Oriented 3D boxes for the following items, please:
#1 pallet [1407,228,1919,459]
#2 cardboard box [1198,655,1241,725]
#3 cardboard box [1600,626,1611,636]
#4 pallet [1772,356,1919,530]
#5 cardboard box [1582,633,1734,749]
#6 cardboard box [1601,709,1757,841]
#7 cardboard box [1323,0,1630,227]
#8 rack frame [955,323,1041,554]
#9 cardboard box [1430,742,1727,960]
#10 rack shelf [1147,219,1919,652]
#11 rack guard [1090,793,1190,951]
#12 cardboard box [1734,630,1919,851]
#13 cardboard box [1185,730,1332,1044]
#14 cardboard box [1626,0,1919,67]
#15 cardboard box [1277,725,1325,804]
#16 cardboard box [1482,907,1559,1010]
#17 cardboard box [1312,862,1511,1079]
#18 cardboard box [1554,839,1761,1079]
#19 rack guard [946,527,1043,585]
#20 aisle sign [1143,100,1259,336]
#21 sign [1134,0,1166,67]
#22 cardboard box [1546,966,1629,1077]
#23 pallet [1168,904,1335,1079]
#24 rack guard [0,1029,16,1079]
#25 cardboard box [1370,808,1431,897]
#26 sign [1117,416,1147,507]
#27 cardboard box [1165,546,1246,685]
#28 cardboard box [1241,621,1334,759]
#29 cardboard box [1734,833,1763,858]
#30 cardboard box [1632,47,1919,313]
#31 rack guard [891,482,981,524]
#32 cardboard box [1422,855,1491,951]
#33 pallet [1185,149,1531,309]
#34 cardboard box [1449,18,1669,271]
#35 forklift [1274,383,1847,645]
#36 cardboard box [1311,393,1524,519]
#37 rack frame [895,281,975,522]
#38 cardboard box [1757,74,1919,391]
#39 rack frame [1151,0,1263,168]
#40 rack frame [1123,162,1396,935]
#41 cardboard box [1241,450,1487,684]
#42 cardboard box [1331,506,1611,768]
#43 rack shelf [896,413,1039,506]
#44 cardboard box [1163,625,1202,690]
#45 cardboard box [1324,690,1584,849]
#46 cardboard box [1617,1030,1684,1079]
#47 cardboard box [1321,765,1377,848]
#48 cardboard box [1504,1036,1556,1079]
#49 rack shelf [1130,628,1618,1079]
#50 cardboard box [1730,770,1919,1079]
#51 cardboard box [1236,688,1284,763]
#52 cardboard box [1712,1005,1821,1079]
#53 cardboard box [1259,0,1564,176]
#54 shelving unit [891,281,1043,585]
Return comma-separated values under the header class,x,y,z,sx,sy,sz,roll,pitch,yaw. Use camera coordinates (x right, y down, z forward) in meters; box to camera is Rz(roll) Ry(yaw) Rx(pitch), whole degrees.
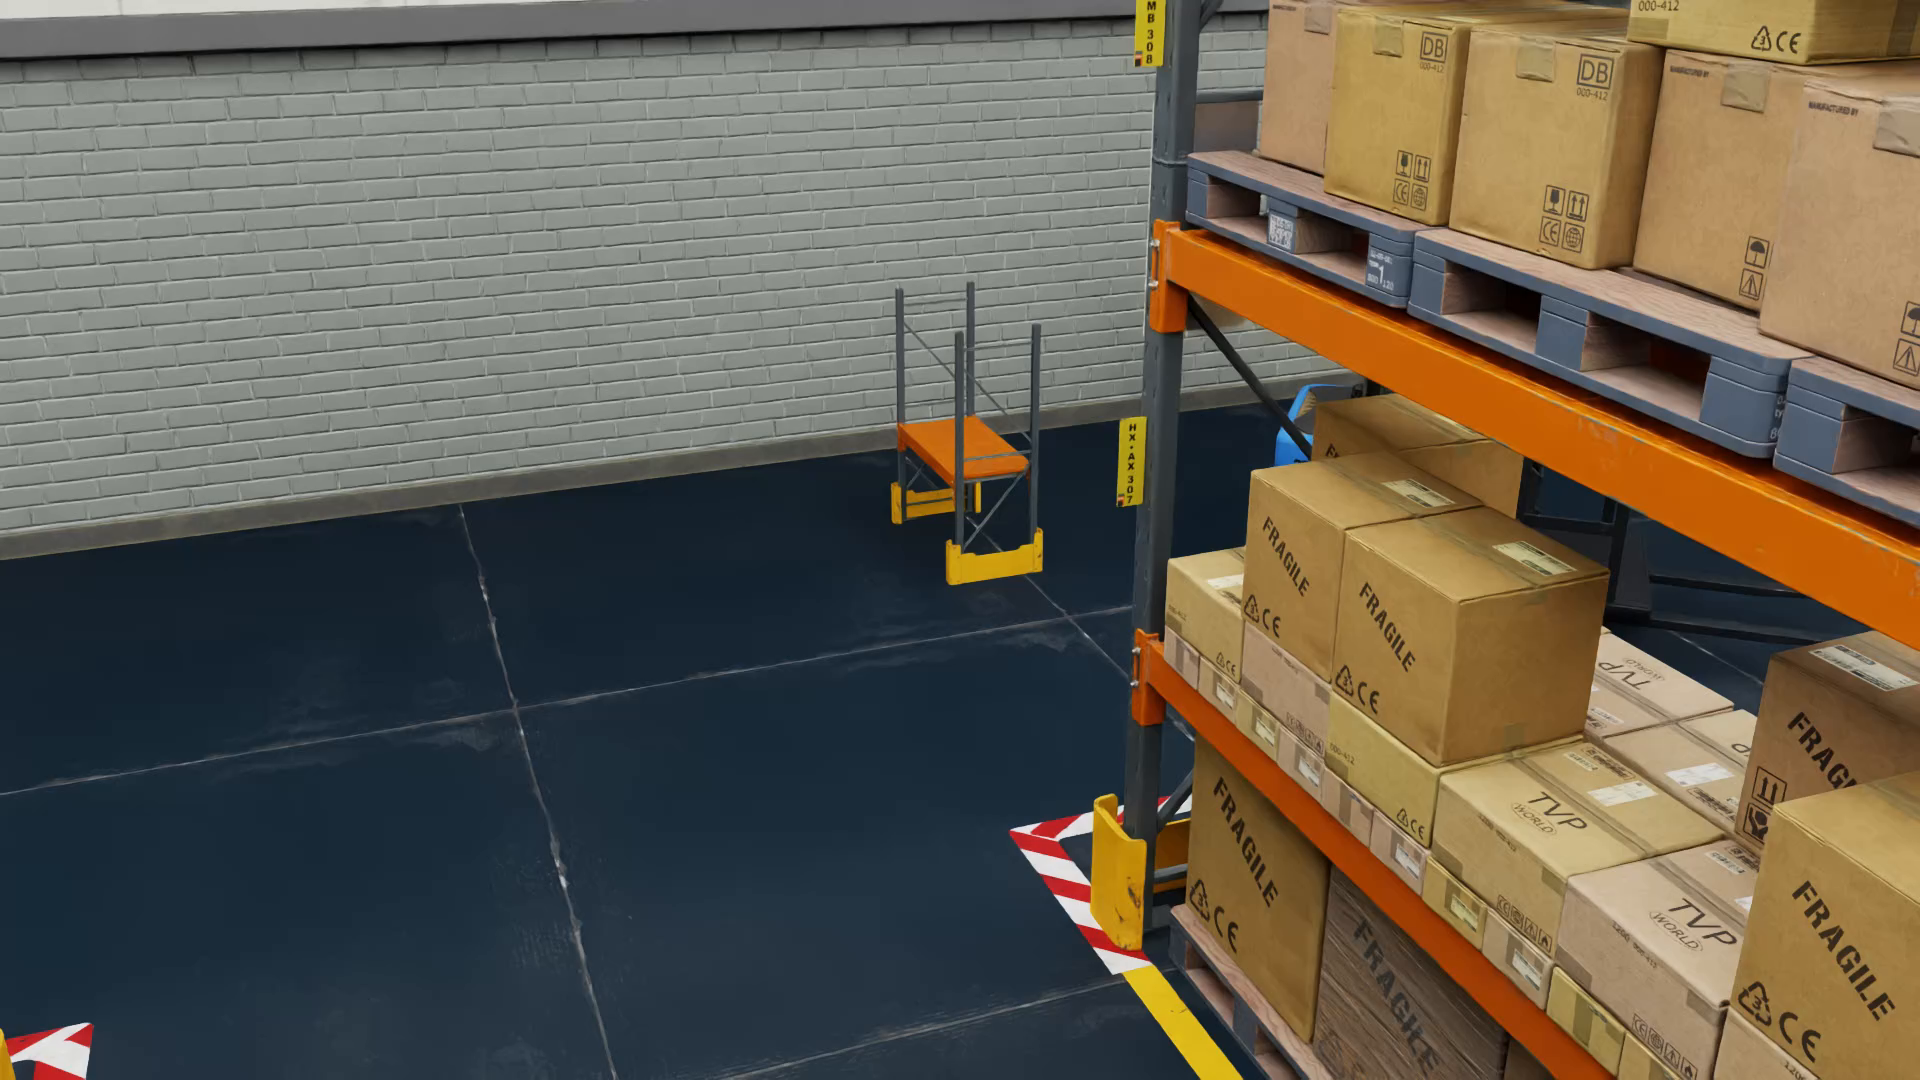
class,x,y,z,sx,sy,sz,roll,pitch,yaw
pallet,1.828,-0.541,3.923,1.003,0.211,1.213,-8,24,-19
cardboard box,1.030,0.472,5.593,0.380,0.149,0.250,-9,24,-20
cardboard box,1.720,0.345,5.380,0.500,0.250,0.500,-9,24,-20
pallet,2.255,-0.098,2.873,1.003,0.211,1.213,-8,24,-19
cardboard box,1.900,0.530,4.942,0.500,0.250,0.500,-9,25,-21
cardboard box,2.087,0.718,4.494,0.500,0.250,0.500,-8,24,-19
cardboard box,1.441,-1.177,4.520,0.700,0.500,0.500,-9,25,-21
rack frame,0.210,-0.475,9.447,0.500,1.500,0.032,-8,24,-19
cardboard box,1.592,0.792,4.319,0.500,0.250,0.500,-9,24,-20
rack shelf,1.828,-0.236,4.011,1.077,0.370,4.000,-8,24,-19
rack guard,1.113,1.232,6.684,1.175,0.500,0.348,-8,24,-19
cardboard box,2.250,0.551,3.926,0.500,0.500,0.500,-9,25,-21
cardboard box,1.422,1.096,5.983,0.875,0.875,0.875,-8,24,-19
cardboard box,1.826,-1.190,3.585,0.500,0.250,0.500,-9,25,-21
cardboard box,1.214,0.659,5.147,0.380,0.149,0.250,-9,24,-20
cardboard box,1.577,1.032,4.262,0.380,0.149,0.250,-8,24,-18
cardboard box,1.744,1.426,5.199,0.875,0.875,0.875,-8,24,-19
cardboard box,1.767,0.976,3.881,0.500,0.250,0.500,-8,24,-18
rack guard,0.203,0.093,9.706,0.587,0.250,0.087,-8,24,-19
aisle sign,0.815,-1.094,5.637,0.394,0.787,0.004,-8,24,-19
sign,0.600,-1.659,5.235,0.100,0.325,0.005,-8,24,-19
cardboard box,1.666,1.125,4.042,0.380,0.149,0.250,-9,24,-20
pallet,1.477,1.653,6.056,1.003,0.211,1.213,-8,24,-19
rack guard,-3.533,1.913,5.068,1.175,0.500,0.348,-8,24,-19
cardboard box,1.395,0.845,4.706,0.380,0.149,0.250,-9,24,-20
sign,0.600,-0.273,5.819,0.100,0.325,0.005,-8,24,-19
cardboard box,1.038,0.232,5.648,0.500,0.250,0.500,-9,24,-20
cardboard box,1.228,0.420,5.202,0.500,0.250,0.500,-9,24,-20
cardboard box,2.254,0.898,4.066,0.500,0.250,0.500,-8,24,-18
cardboard box,1.964,-0.808,3.644,0.700,0.500,0.500,-7,24,-17
rack guard,-0.149,-0.268,10.565,0.587,0.250,0.087,-8,24,-19
cardboard box,1.483,0.937,4.488,0.380,0.149,0.250,-9,24,-20
pallet,1.393,-0.985,4.976,1.003,0.211,1.213,-8,24,-19
cardboard box,1.669,-0.996,4.090,0.700,0.500,0.500,-10,25,-23
forklift,3.253,-0.919,8.657,3.031,2.935,1.130,8,24,17
cardboard box,1.539,-0.184,5.669,0.500,0.500,0.500,-8,24,-18
rack frame,-0.149,-0.845,10.323,0.500,1.500,0.032,-8,24,-19
cardboard box,2.016,-0.598,3.147,0.700,0.500,0.500,-7,24,-16
rack frame,1.122,-2.676,5.013,1.000,3.000,0.127,-8,24,-19
rack frame,1.122,0.089,6.178,1.000,3.000,0.127,-8,24,-19
cardboard box,1.215,0.068,5.071,0.500,0.500,0.500,-9,24,-20
cardboard box,1.404,0.256,4.626,0.500,0.500,0.500,-9,24,-20
rack shelf,0.030,-0.494,9.955,0.538,0.185,1.000,-8,24,-19
cardboard box,0.938,0.379,5.813,0.380,0.149,0.250,-8,24,-18
cardboard box,1.402,0.603,4.767,0.500,0.250,0.500,-9,25,-21
cardboard box,1.756,1.218,3.822,0.380,0.149,0.250,-8,24,-18
cardboard box,1.303,0.752,4.928,0.380,0.149,0.250,-9,24,-20
cardboard box,2.058,1.750,4.432,0.875,0.875,0.875,-8,24,-19
rack shelf,1.828,1.147,4.593,1.077,0.370,4.000,-8,24,-19
cardboard box,1.949,0.815,3.298,0.500,0.500,0.500,-8,24,-18
cardboard box,1.121,0.565,5.372,0.380,0.149,0.250,-9,24,-20
cardboard box,1.948,1.162,3.441,0.500,0.250,0.500,-8,24,-17
cardboard box,1.355,-1.398,5.044,0.700,0.500,0.500,-10,25,-22
shelving unit,0.027,-0.663,9.893,0.587,1.500,1.083,-8,24,-19
